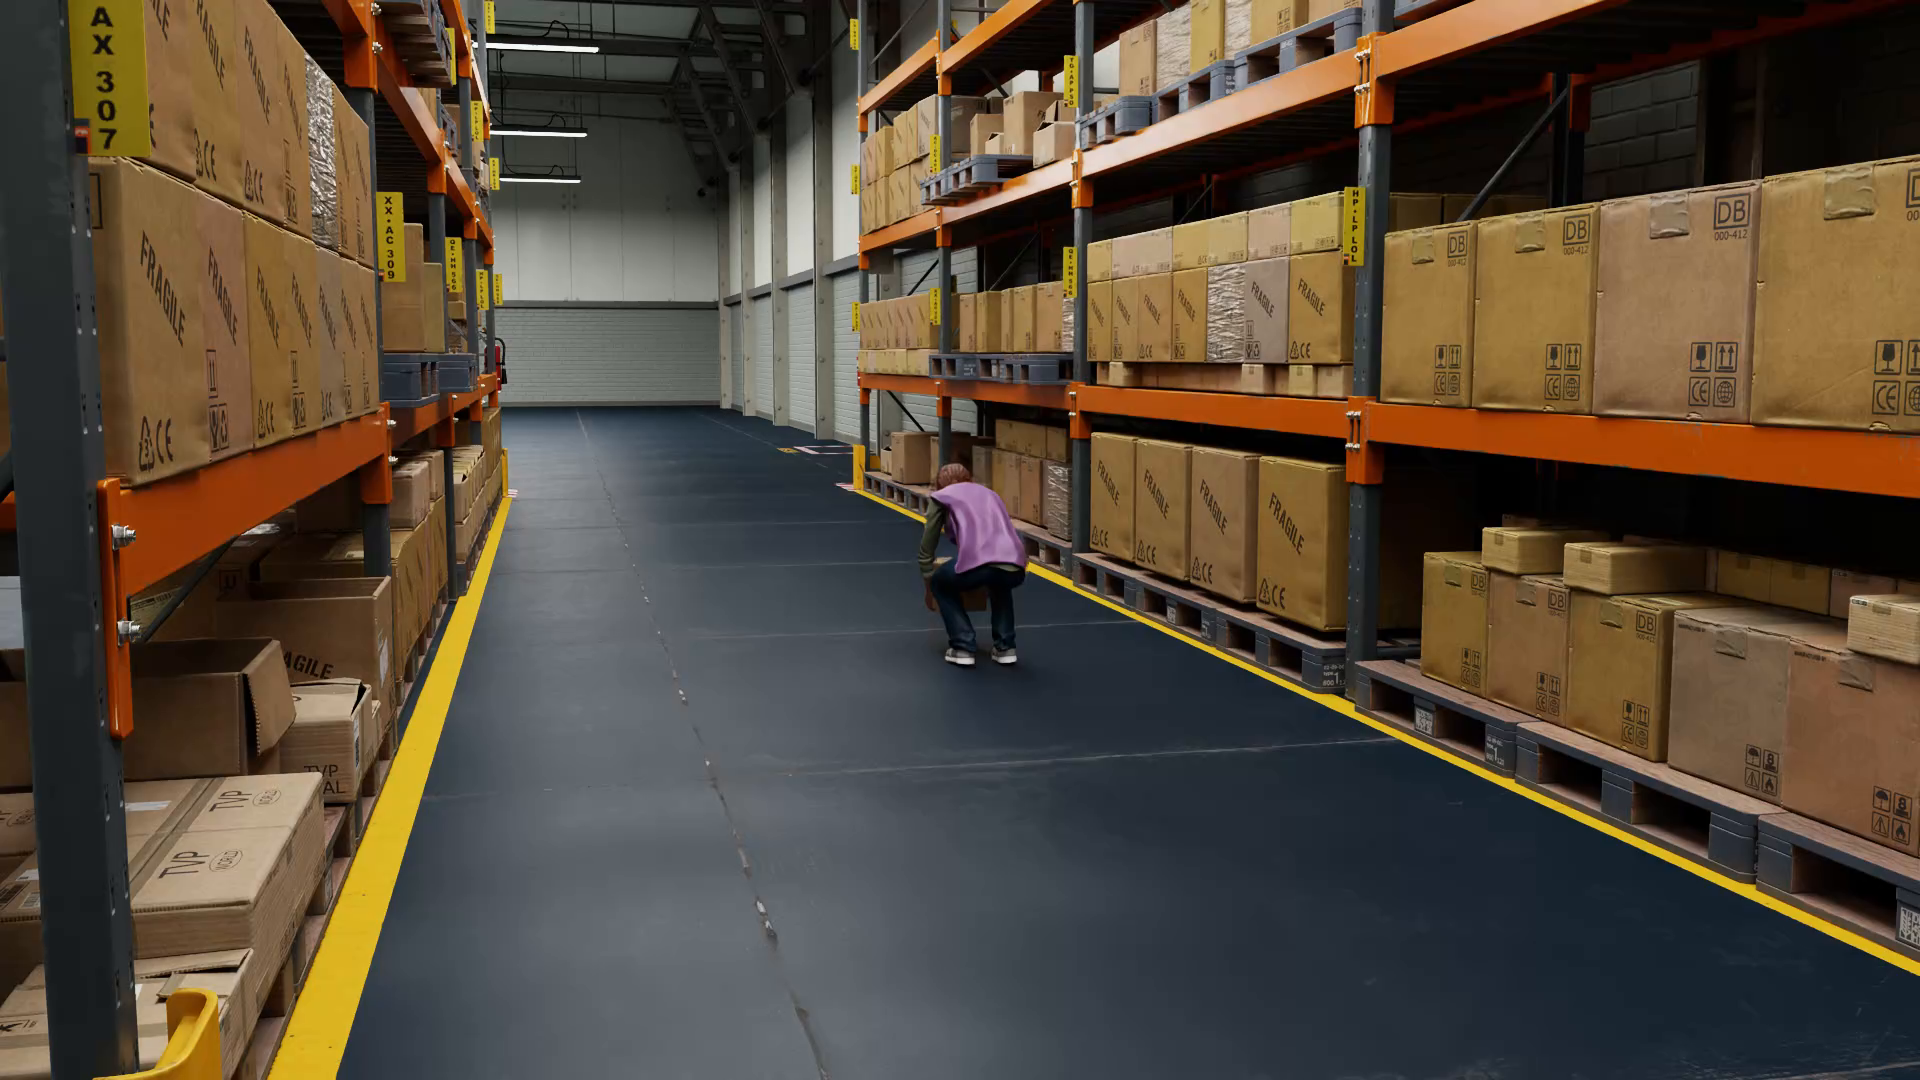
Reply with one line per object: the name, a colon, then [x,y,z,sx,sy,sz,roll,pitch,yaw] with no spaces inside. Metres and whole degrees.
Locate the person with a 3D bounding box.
person: [0.060,0.119,8.199,0.452,0.961,0.782,-2,7,-14]
